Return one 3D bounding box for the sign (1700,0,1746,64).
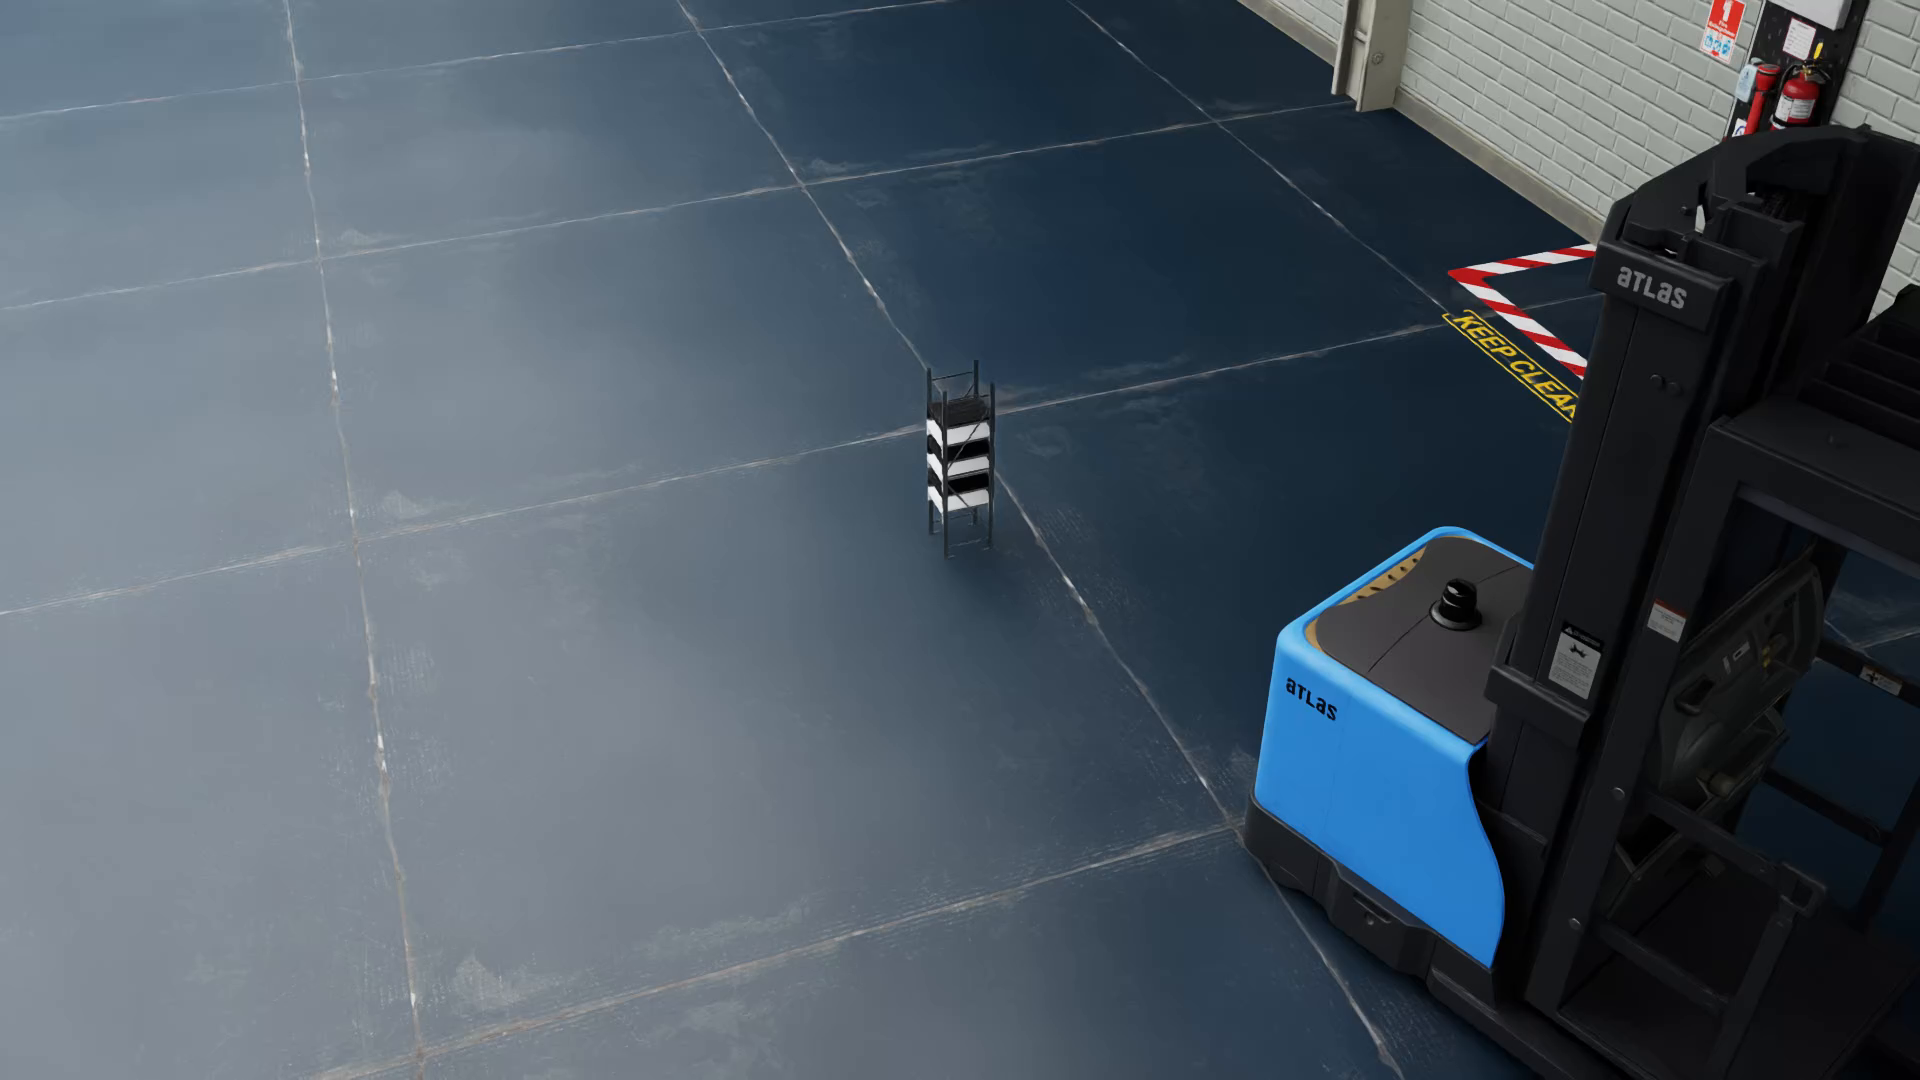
[{"bbox_3d":[4.059,-2.731,8.852,0.001,0.329,0.234,-12,39,-16],"label":"sign"}]

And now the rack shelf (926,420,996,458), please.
[{"bbox_3d":[0.003,-0.472,7.385,0.258,0.077,0.200,-12,39,-16],"label":"rack shelf"}]

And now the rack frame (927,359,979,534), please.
[{"bbox_3d":[-0.032,-0.412,7.549,0.240,0.900,0.006,-12,39,-16],"label":"rack frame"}]

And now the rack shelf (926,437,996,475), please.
[{"bbox_3d":[0.003,-0.400,7.439,0.258,0.077,0.200,-12,39,-16],"label":"rack shelf"}]

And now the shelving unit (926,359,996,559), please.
[{"bbox_3d":[0.003,-0.355,7.473,0.258,0.900,0.210,-12,39,-16],"label":"shelving unit"}]

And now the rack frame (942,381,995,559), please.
[{"bbox_3d":[0.038,-0.297,7.397,0.240,0.900,0.006,-12,39,-16],"label":"rack frame"}]

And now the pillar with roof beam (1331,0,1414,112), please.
[{"bbox_3d":[-1.140,-5.873,8.068,9.100,9.000,0.400,-12,39,-16],"label":"pillar with roof beam"}]

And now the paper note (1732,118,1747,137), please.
[{"bbox_3d":[4.157,-2.145,8.837,0.016,0.148,0.142,-12,39,-16],"label":"paper note"}]

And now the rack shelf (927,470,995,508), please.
[{"bbox_3d":[0.003,-0.256,7.547,0.258,0.077,0.200,-12,39,-16],"label":"rack shelf"}]

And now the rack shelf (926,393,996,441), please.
[{"bbox_3d":[0.003,-0.544,7.331,0.258,0.077,0.200,-12,39,-16],"label":"rack shelf"}]

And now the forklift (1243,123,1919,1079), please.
[{"bbox_3d":[2.399,0.469,4.692,1.130,2.935,3.031,-28,45,-32],"label":"forklift"}]

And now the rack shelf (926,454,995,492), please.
[{"bbox_3d":[0.003,-0.328,7.493,0.258,0.077,0.200,-12,39,-16],"label":"rack shelf"}]

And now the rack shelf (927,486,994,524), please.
[{"bbox_3d":[0.003,-0.184,7.602,0.258,0.077,0.200,-12,39,-16],"label":"rack shelf"}]

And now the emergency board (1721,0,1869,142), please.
[{"bbox_3d":[4.153,-2.383,8.420,0.194,1.169,0.643,-12,39,-16],"label":"emergency board"}]
